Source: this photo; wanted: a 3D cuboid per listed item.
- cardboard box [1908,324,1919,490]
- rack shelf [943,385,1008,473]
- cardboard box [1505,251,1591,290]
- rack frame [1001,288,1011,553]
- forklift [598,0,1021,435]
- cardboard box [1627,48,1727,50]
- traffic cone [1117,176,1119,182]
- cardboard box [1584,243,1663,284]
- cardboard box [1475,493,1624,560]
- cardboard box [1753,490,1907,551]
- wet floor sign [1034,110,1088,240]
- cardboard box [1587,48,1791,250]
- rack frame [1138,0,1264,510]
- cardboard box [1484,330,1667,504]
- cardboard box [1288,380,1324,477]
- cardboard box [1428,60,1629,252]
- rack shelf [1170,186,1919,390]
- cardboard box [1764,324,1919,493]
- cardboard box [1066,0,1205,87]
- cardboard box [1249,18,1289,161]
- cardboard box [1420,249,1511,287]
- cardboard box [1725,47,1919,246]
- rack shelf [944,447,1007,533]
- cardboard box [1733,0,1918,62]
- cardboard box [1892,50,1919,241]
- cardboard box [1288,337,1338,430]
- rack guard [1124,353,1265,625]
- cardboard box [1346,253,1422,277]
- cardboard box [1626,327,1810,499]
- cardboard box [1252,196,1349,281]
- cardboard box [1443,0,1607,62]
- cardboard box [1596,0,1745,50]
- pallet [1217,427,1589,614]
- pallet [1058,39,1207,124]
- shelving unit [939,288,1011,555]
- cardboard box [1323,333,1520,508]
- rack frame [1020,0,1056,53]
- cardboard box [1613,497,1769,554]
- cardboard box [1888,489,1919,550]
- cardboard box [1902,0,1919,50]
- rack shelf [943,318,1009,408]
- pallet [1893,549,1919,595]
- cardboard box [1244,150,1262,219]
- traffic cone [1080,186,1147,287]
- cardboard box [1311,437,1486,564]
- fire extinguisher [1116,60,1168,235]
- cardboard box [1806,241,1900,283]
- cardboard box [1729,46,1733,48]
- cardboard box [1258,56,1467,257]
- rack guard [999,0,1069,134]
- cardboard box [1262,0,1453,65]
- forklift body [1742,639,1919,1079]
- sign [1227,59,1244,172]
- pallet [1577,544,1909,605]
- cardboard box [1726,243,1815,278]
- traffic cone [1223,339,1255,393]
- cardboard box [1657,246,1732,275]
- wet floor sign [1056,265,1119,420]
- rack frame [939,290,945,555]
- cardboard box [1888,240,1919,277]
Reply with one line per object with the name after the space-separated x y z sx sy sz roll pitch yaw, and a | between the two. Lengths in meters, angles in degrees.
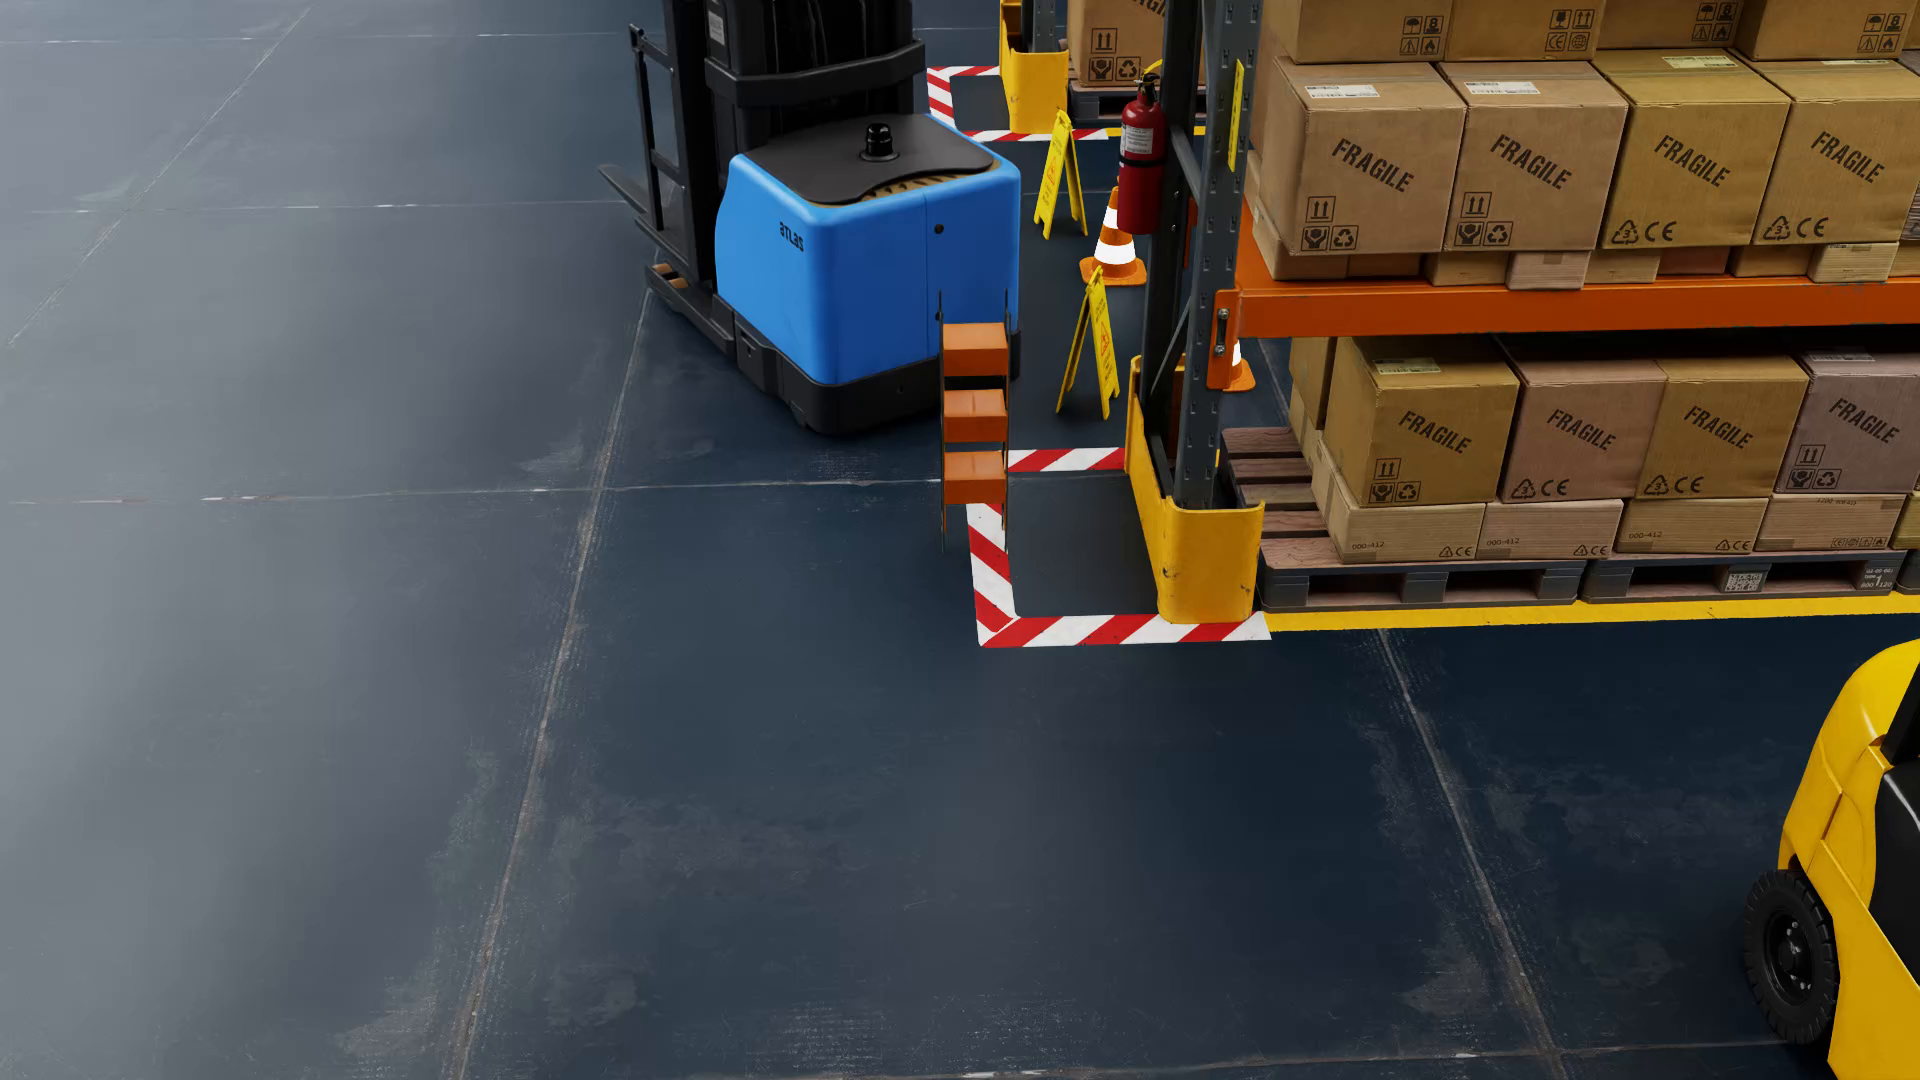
3.729 -0.529 6.137 0.500 0.500 0.500 -1 35 -1 | cardboard box
0.053 -0.424 6.330 0.240 0.259 0.215 -2 35 -2 | rack shelf
1.944 -0.999 5.649 0.250 0.149 0.380 -1 35 -1 | cardboard box
0.175 -0.436 6.329 0.008 1.050 0.200 -2 35 -2 | rack frame
-0.928 -2.464 7.606 1.130 2.935 3.031 -19 39 -26 | forklift
2.349 -1.611 5.963 0.500 0.500 0.500 -2 35 -2 | cardboard box
1.082 -2.229 9.435 0.334 0.463 0.336 -2 35 -2 | traffic cone
2.201 -1.025 5.686 0.250 0.149 0.380 -1 35 -1 | cardboard box
2.148 -0.170 6.278 0.500 0.250 0.500 0 35 -1 | cardboard box
3.197 -0.204 6.327 0.500 0.250 0.500 -1 35 -1 | cardboard box
0.549 -1.970 8.901 0.232 0.644 0.267 -7 35 -10 | wet floor sign
2.332 -1.302 5.518 0.500 0.500 0.500 -2 35 -3 | cardboard box
0.819 -1.254 5.797 0.127 3.000 1.000 -2 35 -2 | rack frame
2.184 -0.486 6.076 0.500 0.500 0.500 -3 35 -4 | cardboard box
1.638 -0.471 6.713 0.500 0.250 0.500 -2 35 -2 | cardboard box
1.823 -1.288 5.497 0.500 0.500 0.500 -1 35 -1 | cardboard box
2.817 -1.012 6.079 4.000 0.370 1.077 -2 35 -2 | rack shelf
3.219 -0.514 6.116 0.500 0.500 0.500 0 35 0 | cardboard box
1.158 -3.420 10.424 0.875 0.875 0.875 -1 35 -2 | cardboard box
1.348 -1.588 5.931 0.500 0.500 0.500 -2 35 -3 | cardboard box
1.689 -1.018 5.677 0.250 0.149 0.380 -3 35 -4 | cardboard box
2.839 -1.321 5.544 0.500 0.500 0.500 -2 35 -3 | cardboard box
0.053 -0.196 6.488 0.240 0.259 0.215 -2 35 -2 | rack shelf
2.834 -1.982 5.621 0.500 0.500 0.700 -2 35 -3 | cardboard box
3.351 -1.337 5.568 0.500 0.500 0.500 -1 35 -1 | cardboard box
1.607 -0.774 6.492 0.500 0.500 0.500 -1 35 -2 | cardboard box
0.895 -0.228 6.511 0.348 0.500 1.175 -2 35 -2 | rack guard
1.420 -1.057 5.733 0.250 0.149 0.380 -1 35 -2 | cardboard box
2.685 -0.495 6.089 0.500 0.500 0.500 -1 35 -1 | cardboard box
1.168 -1.042 5.711 0.250 0.149 0.380 -1 35 -2 | cardboard box
1.825 -1.975 5.612 0.500 0.500 0.700 -1 35 -2 | cardboard box
2.330 -2.048 5.716 0.500 0.500 0.700 -2 35 -3 | cardboard box
1.708 -0.111 6.596 1.213 0.211 1.003 -2 35 -2 | pallet
1.279 -2.984 10.747 1.213 0.211 1.003 -2 35 -2 | pallet
0.053 -0.433 6.324 0.252 1.050 0.215 -2 35 -2 | shelving unit
1.662 -0.470 6.052 0.500 0.500 0.500 -3 35 -4 | cardboard box
0.484 -4.065 9.858 0.127 3.000 1.000 -2 35 -2 | rack frame
2.693 -0.192 6.309 0.500 0.250 0.500 1 35 1 | cardboard box
3.705 -0.215 6.343 0.500 0.250 0.500 -2 35 -3 | cardboard box
3.351 -2.048 5.716 0.500 0.500 0.700 -2 35 -3 | cardboard box
0.053 -0.658 6.169 0.240 0.259 0.215 -2 35 -2 | rack shelf
4.146 -0.177 6.691 1.213 0.211 1.003 -2 35 -2 | pallet
1.183 -1.282 6.058 0.250 0.149 0.380 0 35 -1 | cardboard box
0.796 -1.577 8.493 0.334 0.463 0.336 -2 35 -2 | traffic cone
1.638 -0.160 6.264 0.500 0.250 0.500 -2 35 -3 | cardboard box
0.683 -1.481 6.193 0.183 0.674 0.296 -2 35 -2 | fire extinguisher
2.981 -1.030 5.694 0.250 0.149 0.380 -1 35 -2 | cardboard box
2.856 -1.614 5.968 0.500 0.500 0.500 -1 35 -2 | cardboard box
1.305 -1.272 5.474 0.500 0.500 0.500 -2 35 -3 | cardboard box
0.460 -3.036 10.569 0.348 0.500 1.175 -2 35 -2 | rack guard
1.319 -1.966 5.598 0.500 0.500 0.700 -2 35 -3 | cardboard box
2.866 0.829 3.534 1.214 2.155 2.313 -2 35 -2 | forklift body
0.845 -1.301 5.105 0.005 0.325 0.100 -2 35 -2 | sign
2.924 -0.142 6.641 1.213 0.211 1.003 -2 35 -2 | pallet
2.727 -1.056 5.732 0.250 0.149 0.380 -2 35 -3 | cardboard box
1.188 -0.955 7.595 0.334 0.463 0.336 -2 35 -2 | traffic cone
2.462 -1.066 5.746 0.250 0.149 0.380 0 35 -1 | cardboard box
0.579 -0.889 7.338 0.232 0.644 0.267 10 36 14 | wet floor sign
-0.069 -0.430 6.320 0.008 1.050 0.200 -2 35 -2 | rack frame
3.236 -1.057 5.733 0.250 0.149 0.380 -2 35 -3 | cardboard box
